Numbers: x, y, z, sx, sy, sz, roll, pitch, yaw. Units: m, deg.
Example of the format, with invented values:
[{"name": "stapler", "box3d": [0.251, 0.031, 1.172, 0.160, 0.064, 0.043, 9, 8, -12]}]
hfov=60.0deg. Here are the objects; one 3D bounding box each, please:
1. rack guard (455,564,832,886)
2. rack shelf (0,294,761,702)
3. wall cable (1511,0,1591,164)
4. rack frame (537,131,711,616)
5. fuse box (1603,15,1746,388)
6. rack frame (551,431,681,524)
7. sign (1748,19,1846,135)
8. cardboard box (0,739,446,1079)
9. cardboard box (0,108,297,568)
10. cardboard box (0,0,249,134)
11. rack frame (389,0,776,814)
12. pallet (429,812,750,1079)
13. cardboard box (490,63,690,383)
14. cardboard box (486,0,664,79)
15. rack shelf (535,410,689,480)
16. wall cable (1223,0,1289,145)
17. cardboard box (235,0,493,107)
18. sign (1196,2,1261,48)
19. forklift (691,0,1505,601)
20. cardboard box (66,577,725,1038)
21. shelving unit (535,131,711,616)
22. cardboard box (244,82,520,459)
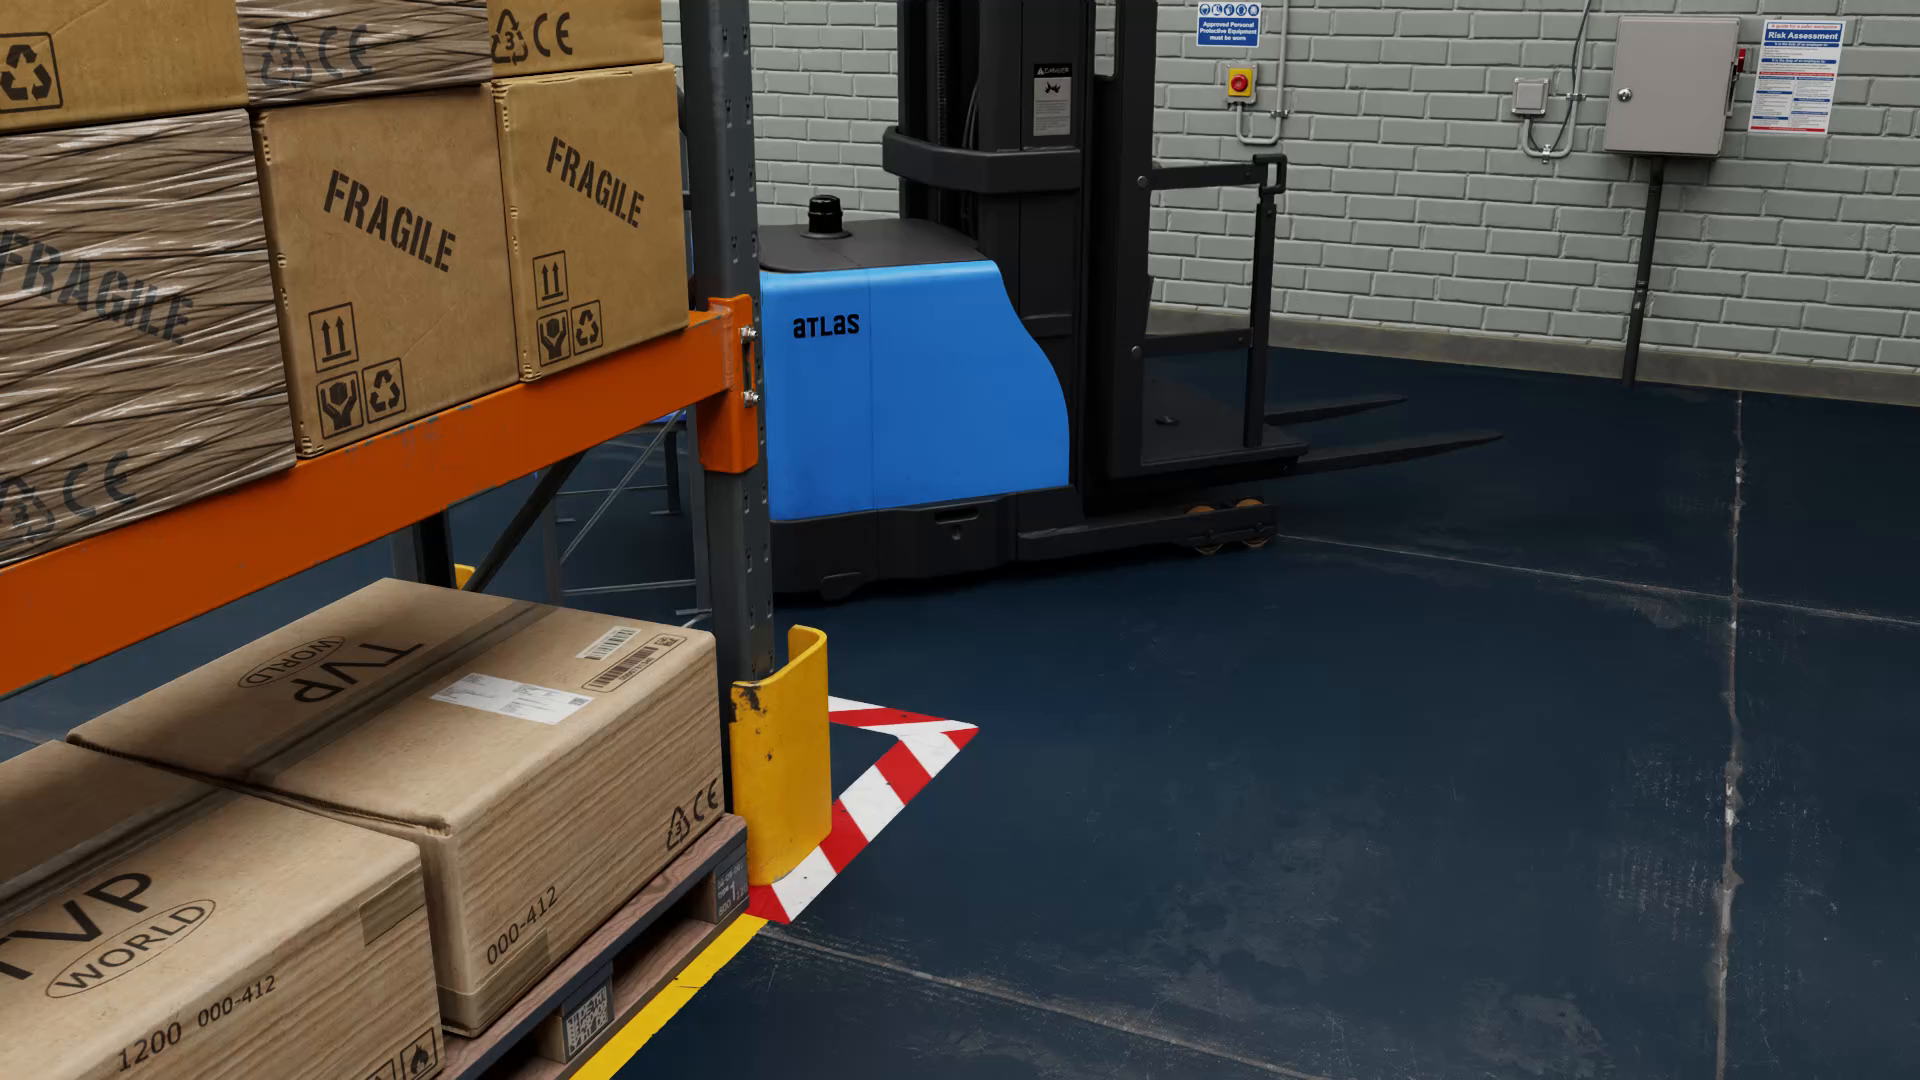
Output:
[{"name": "rack guard", "box3d": [-0.891, 0.423, 4.034, 1.175, 0.500, 0.348, 9, 21, 23]}, {"name": "rack shelf", "box3d": [-1.720, 0.203, 1.996, 1.077, 0.370, 4.000, 9, 21, 23]}, {"name": "wall cable", "box3d": [2.686, -2.762, 7.743, 0.588, 1.984, 0.122, 9, 21, 23]}, {"name": "rack frame", "box3d": [-1.040, -0.458, 5.019, 0.500, 1.500, 0.032, -5, 20, -14]}, {"name": "fuse box", "box3d": [3.244, -1.535, 7.730, 0.539, 1.711, 0.414, 9, 21, 23]}, {"name": "rack frame", "box3d": [-1.295, -0.788, 5.946, 0.500, 1.500, 0.032, -5, 20, -14]}, {"name": "sign", "box3d": [3.779, -2.092, 7.518, 0.329, 0.494, 0.001, 9, 21, 23]}, {"name": "cardboard box", "box3d": [-1.447, 0.758, 2.558, 0.875, 0.438, 0.875, 9, 22, 24]}, {"name": "cardboard box", "box3d": [-1.278, -0.301, 2.189, 0.500, 0.500, 0.500, 9, 22, 24]}, {"name": "cardboard box", "box3d": [-1.274, -0.771, 2.019, 0.500, 0.500, 0.500, 8, 21, 22]}, {"name": "rack frame", "box3d": [-0.901, -0.748, 3.594, 1.000, 3.000, 0.127, 9, 21, 23]}, {"name": "pallet", "box3d": [-1.157, 0.821, 3.344, 1.003, 0.211, 1.213, 9, 21, 23]}, {"name": "cardboard box", "box3d": [-0.857, -0.611, 3.061, 0.500, 0.500, 0.500, 9, 21, 23]}, {"name": "cardboard box", "box3d": [-0.881, -1.086, 2.904, 0.500, 0.500, 0.500, 9, 22, 24]}, {"name": "rack shelf", "box3d": [-1.168, -0.454, 5.543, 0.538, 0.185, 1.000, -5, 20, -14]}, {"name": "wall cable", "box3d": [1.387, -2.968, 8.275, 0.585, 1.953, 0.123, 9, 21, 23]}, {"name": "cardboard box", "box3d": [-1.068, -0.922, 2.443, 0.500, 0.500, 0.500, 9, 21, 23]}, {"name": "sign", "box3d": [1.368, -2.627, 8.476, 0.327, 0.218, 0.001, 9, 21, 23]}, {"name": "forklift", "box3d": [0.588, -1.487, 5.777, 3.031, 2.935, 1.130, -8, 21, -21]}, {"name": "cardboard box", "box3d": [-1.080, 0.477, 3.348, 0.875, 0.438, 0.875, 8, 21, 21]}, {"name": "shelving unit", "box3d": [-1.168, -0.623, 5.482, 0.538, 1.500, 1.048, -5, 20, -14]}, {"name": "cardboard box", "box3d": [-1.076, -0.460, 2.635, 0.500, 0.500, 0.500, 8, 21, 22]}]
